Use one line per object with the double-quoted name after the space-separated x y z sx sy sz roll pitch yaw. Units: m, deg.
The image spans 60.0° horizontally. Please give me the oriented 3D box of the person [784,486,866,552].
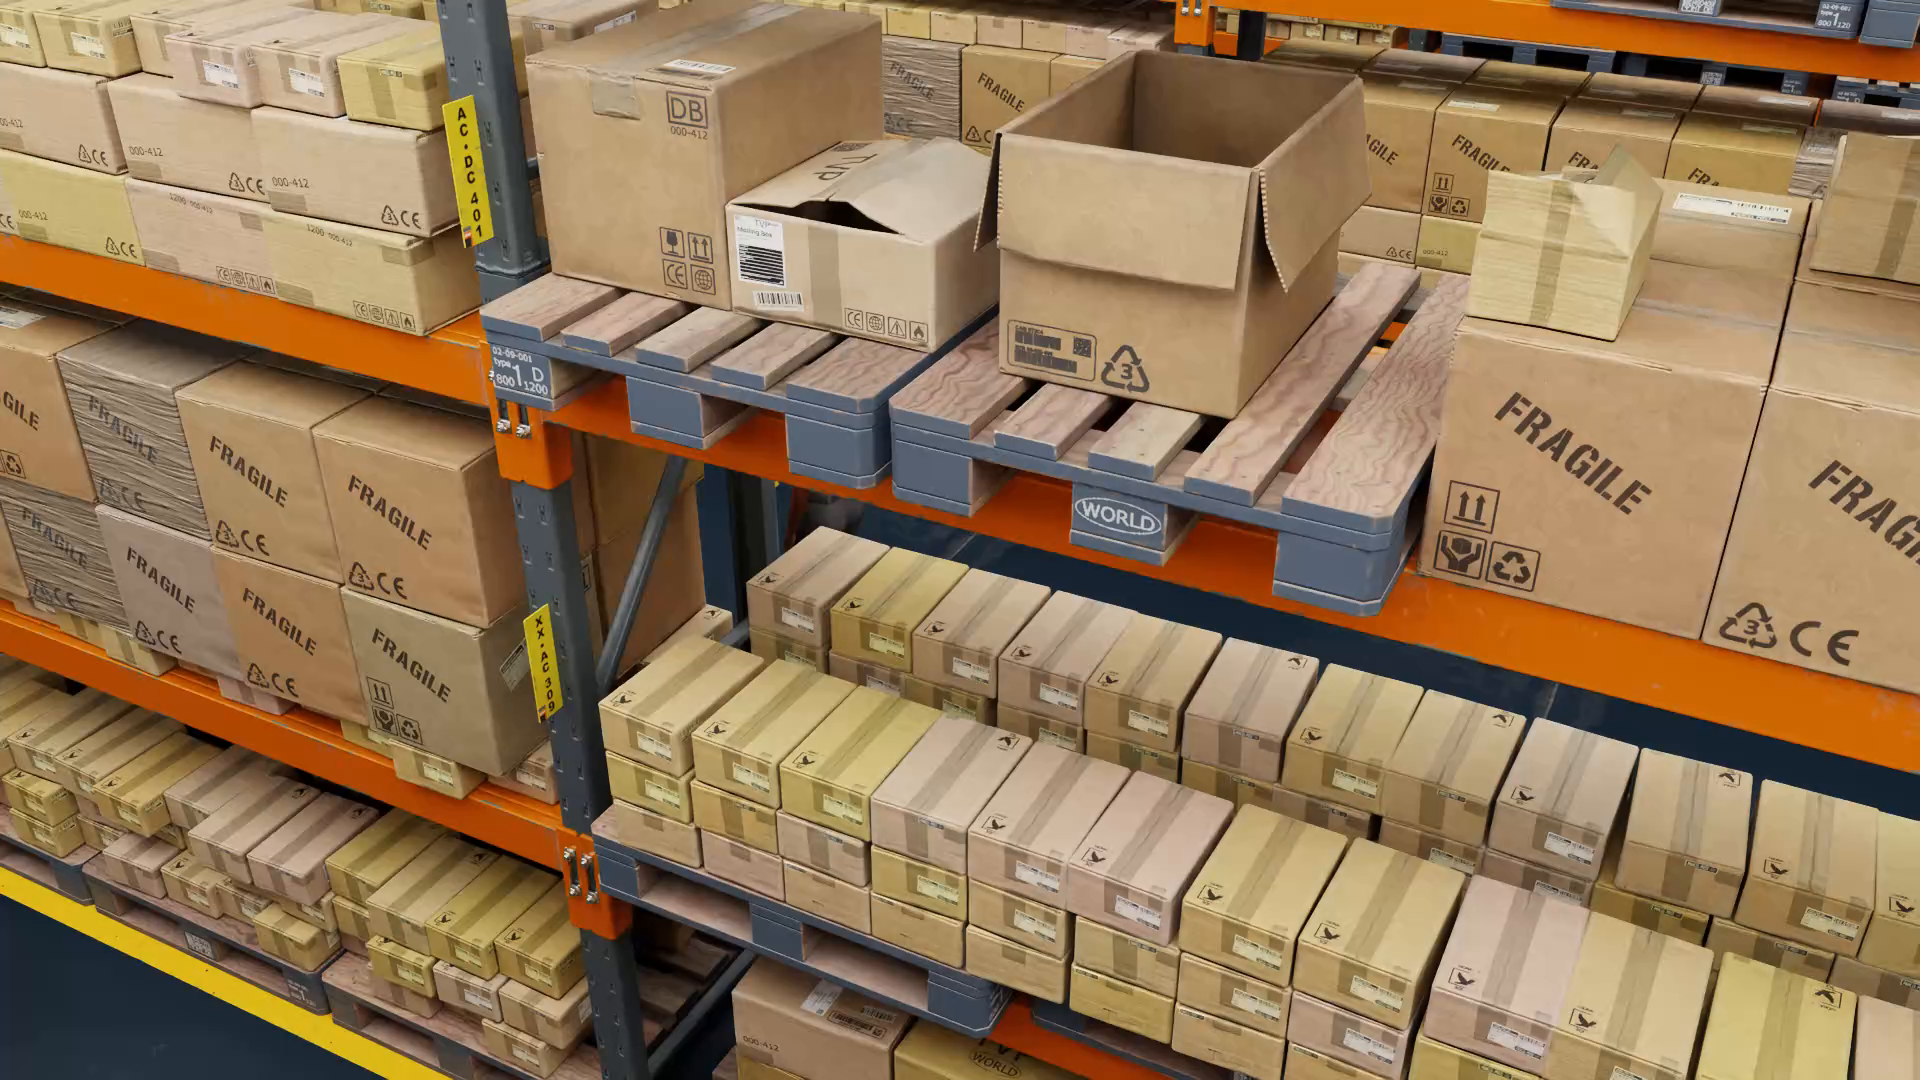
-0.640 -0.138 7.372 0.398 1.654 0.504 14 33 23 "person"
